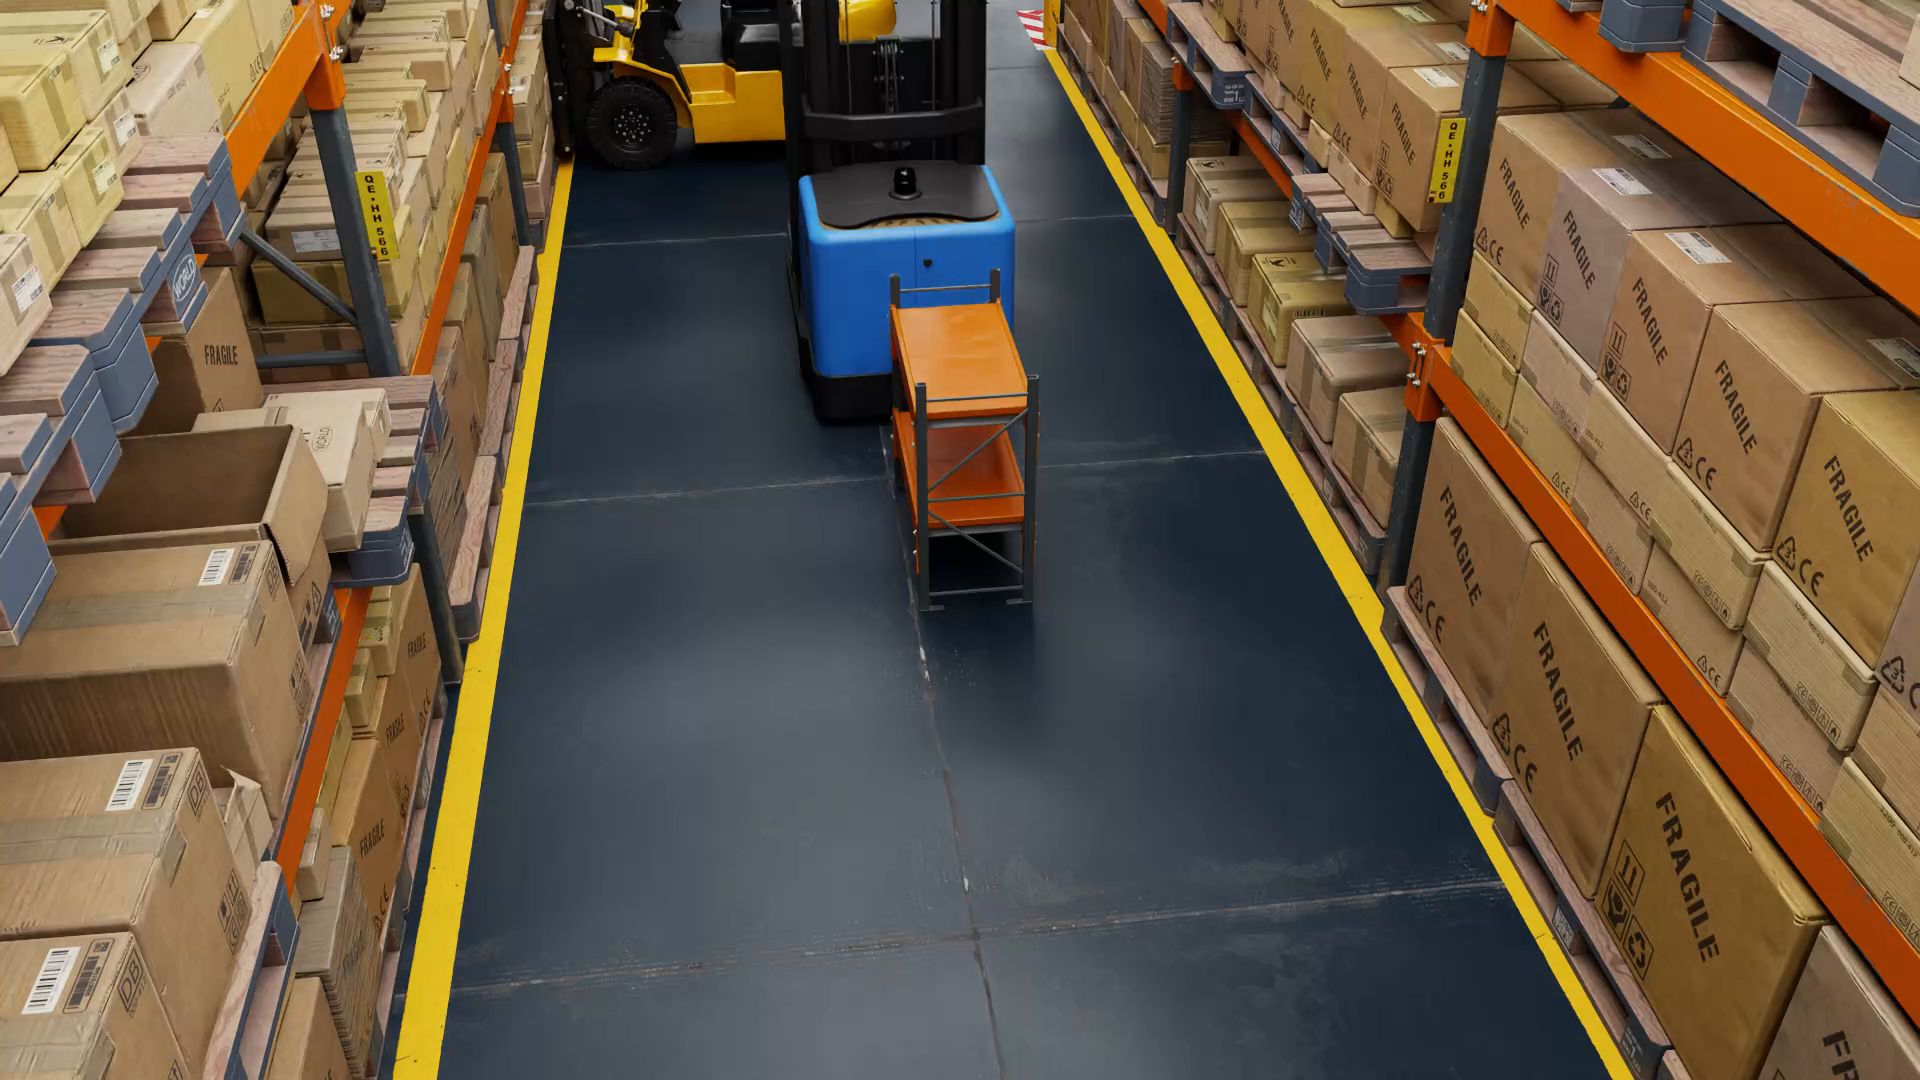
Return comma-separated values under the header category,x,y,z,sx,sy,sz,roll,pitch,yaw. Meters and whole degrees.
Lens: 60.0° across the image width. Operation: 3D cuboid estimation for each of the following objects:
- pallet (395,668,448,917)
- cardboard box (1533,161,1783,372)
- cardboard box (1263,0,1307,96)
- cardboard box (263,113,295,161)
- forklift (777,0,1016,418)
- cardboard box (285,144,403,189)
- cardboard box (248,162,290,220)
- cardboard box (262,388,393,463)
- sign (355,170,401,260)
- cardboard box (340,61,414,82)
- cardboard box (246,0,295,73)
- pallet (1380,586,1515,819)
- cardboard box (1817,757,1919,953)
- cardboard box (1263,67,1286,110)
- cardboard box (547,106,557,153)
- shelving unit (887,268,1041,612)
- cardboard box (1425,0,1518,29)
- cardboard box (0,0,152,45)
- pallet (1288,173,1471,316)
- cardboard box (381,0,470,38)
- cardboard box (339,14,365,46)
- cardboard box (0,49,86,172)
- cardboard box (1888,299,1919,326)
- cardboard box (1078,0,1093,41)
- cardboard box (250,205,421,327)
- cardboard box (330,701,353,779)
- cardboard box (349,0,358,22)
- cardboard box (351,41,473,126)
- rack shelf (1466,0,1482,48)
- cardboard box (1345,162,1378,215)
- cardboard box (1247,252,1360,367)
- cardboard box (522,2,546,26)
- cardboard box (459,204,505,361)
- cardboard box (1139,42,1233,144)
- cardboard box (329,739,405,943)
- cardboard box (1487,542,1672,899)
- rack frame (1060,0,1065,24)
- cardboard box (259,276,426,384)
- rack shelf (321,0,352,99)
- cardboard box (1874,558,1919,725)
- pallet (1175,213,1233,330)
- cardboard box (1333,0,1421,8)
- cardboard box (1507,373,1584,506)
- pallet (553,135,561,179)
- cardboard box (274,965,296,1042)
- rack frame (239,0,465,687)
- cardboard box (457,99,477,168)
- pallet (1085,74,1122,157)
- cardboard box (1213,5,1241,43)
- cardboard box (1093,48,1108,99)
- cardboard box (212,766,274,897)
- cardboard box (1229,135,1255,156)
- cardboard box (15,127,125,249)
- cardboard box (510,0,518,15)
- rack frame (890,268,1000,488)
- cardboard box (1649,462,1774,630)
category,x,y,z,sx,sy,sz,roll,pitch,yaw
pallet,-2.500,0.937,6.188,1.003,0.211,1.213,-4,35,-6
cardboard box,2.255,-0.898,5.427,0.500,0.500,0.500,-4,35,-6
cardboard box,1.796,-2.457,7.966,0.500,0.500,0.500,-6,35,-8
cardboard box,-2.988,-1.680,6.888,0.380,0.149,0.250,-5,35,-7
forklift,-0.443,-2.655,9.043,1.130,2.935,3.031,-5,35,-7
cardboard box,-2.411,-1.435,6.527,0.380,0.149,0.250,-3,34,-5
cardboard box,-2.970,-1.294,6.675,0.500,0.250,0.500,-4,34,-6
cardboard box,-2.095,-0.367,5.475,0.380,0.149,0.250,-4,34,-5
sign,-2.027,-1.127,5.782,0.100,0.325,0.005,-4,35,-6
cardboard box,-2.629,-2.002,7.359,0.380,0.149,0.250,-4,35,-6
cardboard box,-2.254,-1.544,4.822,0.500,0.250,0.500,-5,35,-8
pallet,2.386,0.585,6.704,1.003,0.211,1.213,-4,35,-6
cardboard box,2.515,0.766,4.096,0.500,0.250,0.500,-5,35,-7
cardboard box,1.726,-2.253,8.243,0.380,0.149,0.250,-3,34,-5
cardboard box,-3.006,-2.767,11.215,0.500,0.250,0.500,-4,34,-6
shelving unit,0.001,-0.461,7.428,0.538,1.125,1.048,-4,35,-6
cardboard box,2.368,-2.205,7.597,0.500,0.500,0.500,-4,34,-6
cardboard box,-2.049,-1.207,3.708,0.380,0.149,0.250,-4,35,-6
pallet,2.153,-1.323,7.198,1.213,0.211,1.003,-4,35,-6
cardboard box,-2.635,-2.583,8.211,0.380,0.149,0.250,-5,35,-8
cardboard box,-3.230,-2.428,8.338,0.500,0.250,0.500,-5,35,-7
cardboard box,-1.872,-0.790,3.079,0.380,0.149,0.250,-4,34,-6
cardboard box,2.882,-0.352,4.627,0.500,0.500,0.500,-5,35,-7
cardboard box,1.192,-4.049,12.430,0.500,0.500,0.500,-6,35,-8
cardboard box,-2.356,-1.047,6.313,0.500,0.250,0.500,-4,35,-6
cardboard box,-2.196,0.664,5.383,0.380,0.149,0.250,-3,34,-5
cardboard box,-3.250,-2.671,8.341,0.380,0.149,0.250,-4,35,-7
cardboard box,-2.643,-2.185,7.981,0.500,0.250,0.500,-4,34,-5
rack shelf,2.086,-3.071,7.568,1.077,0.370,4.000,-4,35,-6
cardboard box,1.891,-1.529,7.180,0.380,0.149,0.250,-5,35,-7
cardboard box,2.085,-1.251,8.883,0.950,0.372,0.625,-3,34,-5
cardboard box,-3.055,-3.468,11.356,0.500,0.250,0.500,-5,35,-7
cardboard box,-2.923,-1.335,8.782,0.875,0.625,0.625,-5,35,-7
cardboard box,1.471,-2.902,10.748,0.500,0.500,0.500,-5,35,-7
cardboard box,-2.163,1.016,5.442,0.500,0.500,0.500,-3,34,-4
cardboard box,2.481,0.581,5.747,0.875,0.875,0.875,-4,34,-6
rack frame,1.279,-5.477,13.123,1.000,3.000,0.127,-4,35,-6
cardboard box,-2.381,-0.839,6.451,0.500,0.250,0.500,-4,35,-6
rack shelf,-2.832,-2.693,7.014,1.077,0.370,4.000,-4,35,-6
cardboard box,2.507,0.246,3.748,0.500,0.500,0.500,-4,34,-5
pallet,1.923,-1.658,9.996,1.003,0.211,1.213,-4,35,-6
cardboard box,1.855,-2.510,7.468,0.380,0.149,0.250,-6,35,-9
cardboard box,2.258,-0.374,5.768,0.500,0.250,0.500,-5,35,-8
pallet,-3.334,-2.844,11.736,1.003,0.211,1.213,-4,35,-6
cardboard box,-2.048,1.244,4.531,0.380,0.149,0.250,-3,34,-5
rack frame,-2.563,-0.635,6.018,1.000,3.000,0.127,-4,35,-6
cardboard box,-2.665,-1.984,8.131,0.500,0.250,0.500,-4,34,-6
pallet,1.524,-3.147,12.181,1.003,0.211,1.213,-4,35,-6
cardboard box,1.603,-2.842,9.107,0.380,0.149,0.250,-4,34,-5
cardboard box,1.260,-3.454,12.224,0.500,0.250,0.500,-2,34,-3
cardboard box,-1.832,0.675,3.842,0.396,0.266,0.258,-3,34,-4
cardboard box,2.005,-2.632,11.017,0.500,0.250,0.500,-6,35,-9
cardboard box,-1.836,-0.662,3.156,0.380,0.149,0.250,-4,34,-5
cardboard box,-2.989,-3.465,10.082,0.500,0.500,0.500,-4,34,-6
rack frame,-0.067,-0.745,7.844,0.500,1.125,0.032,-4,35,-6
cardboard box,2.357,-0.004,4.782,0.500,0.250,0.500,-4,34,-6
